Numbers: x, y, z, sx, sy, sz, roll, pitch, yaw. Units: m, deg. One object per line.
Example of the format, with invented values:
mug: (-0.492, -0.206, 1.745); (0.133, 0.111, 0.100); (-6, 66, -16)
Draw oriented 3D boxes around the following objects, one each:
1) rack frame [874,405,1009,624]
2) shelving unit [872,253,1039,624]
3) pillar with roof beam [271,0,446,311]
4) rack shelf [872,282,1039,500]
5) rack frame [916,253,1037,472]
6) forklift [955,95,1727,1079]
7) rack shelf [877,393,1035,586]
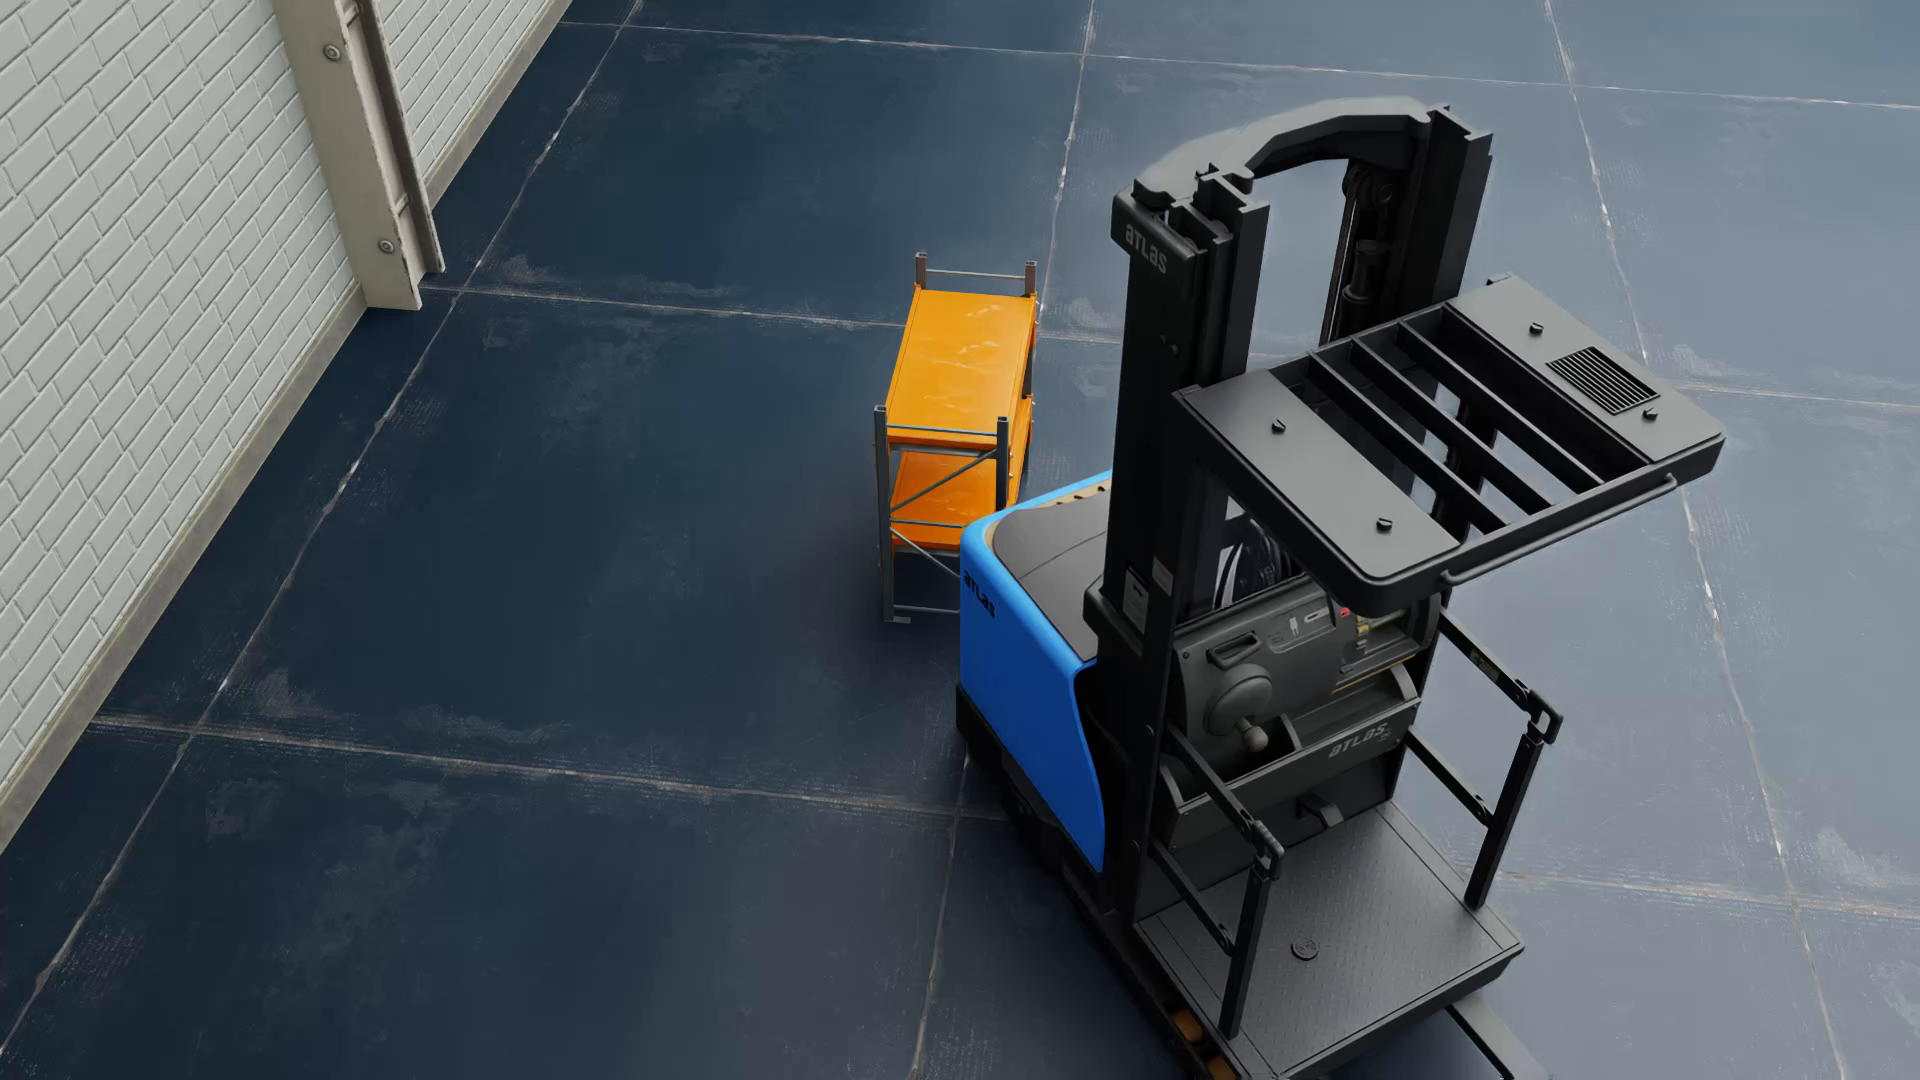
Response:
rack frame: (-0.068, -0.057, 6.515); (0.500, 1.125, 0.032); (5, 44, 6)
shelving unit: (-0.001, -0.404, 6.881); (0.538, 1.125, 1.048); (5, 44, 6)
pillar with roof beam: (1.369, -4.200, 5.163); (9.100, 9.000, 0.400); (5, 44, 6)
rack shelf: (-0.001, -0.616, 6.679); (0.538, 0.278, 1.000); (5, 44, 6)
rack frame: (0.066, -0.750, 7.246); (0.500, 1.125, 0.032); (5, 44, 6)
forklift: (1.133, 0.395, 4.724); (1.130, 2.935, 3.031); (-21, 47, -20)
rack shelf: (-0.001, -0.226, 7.049); (0.538, 0.278, 1.000); (5, 44, 6)
